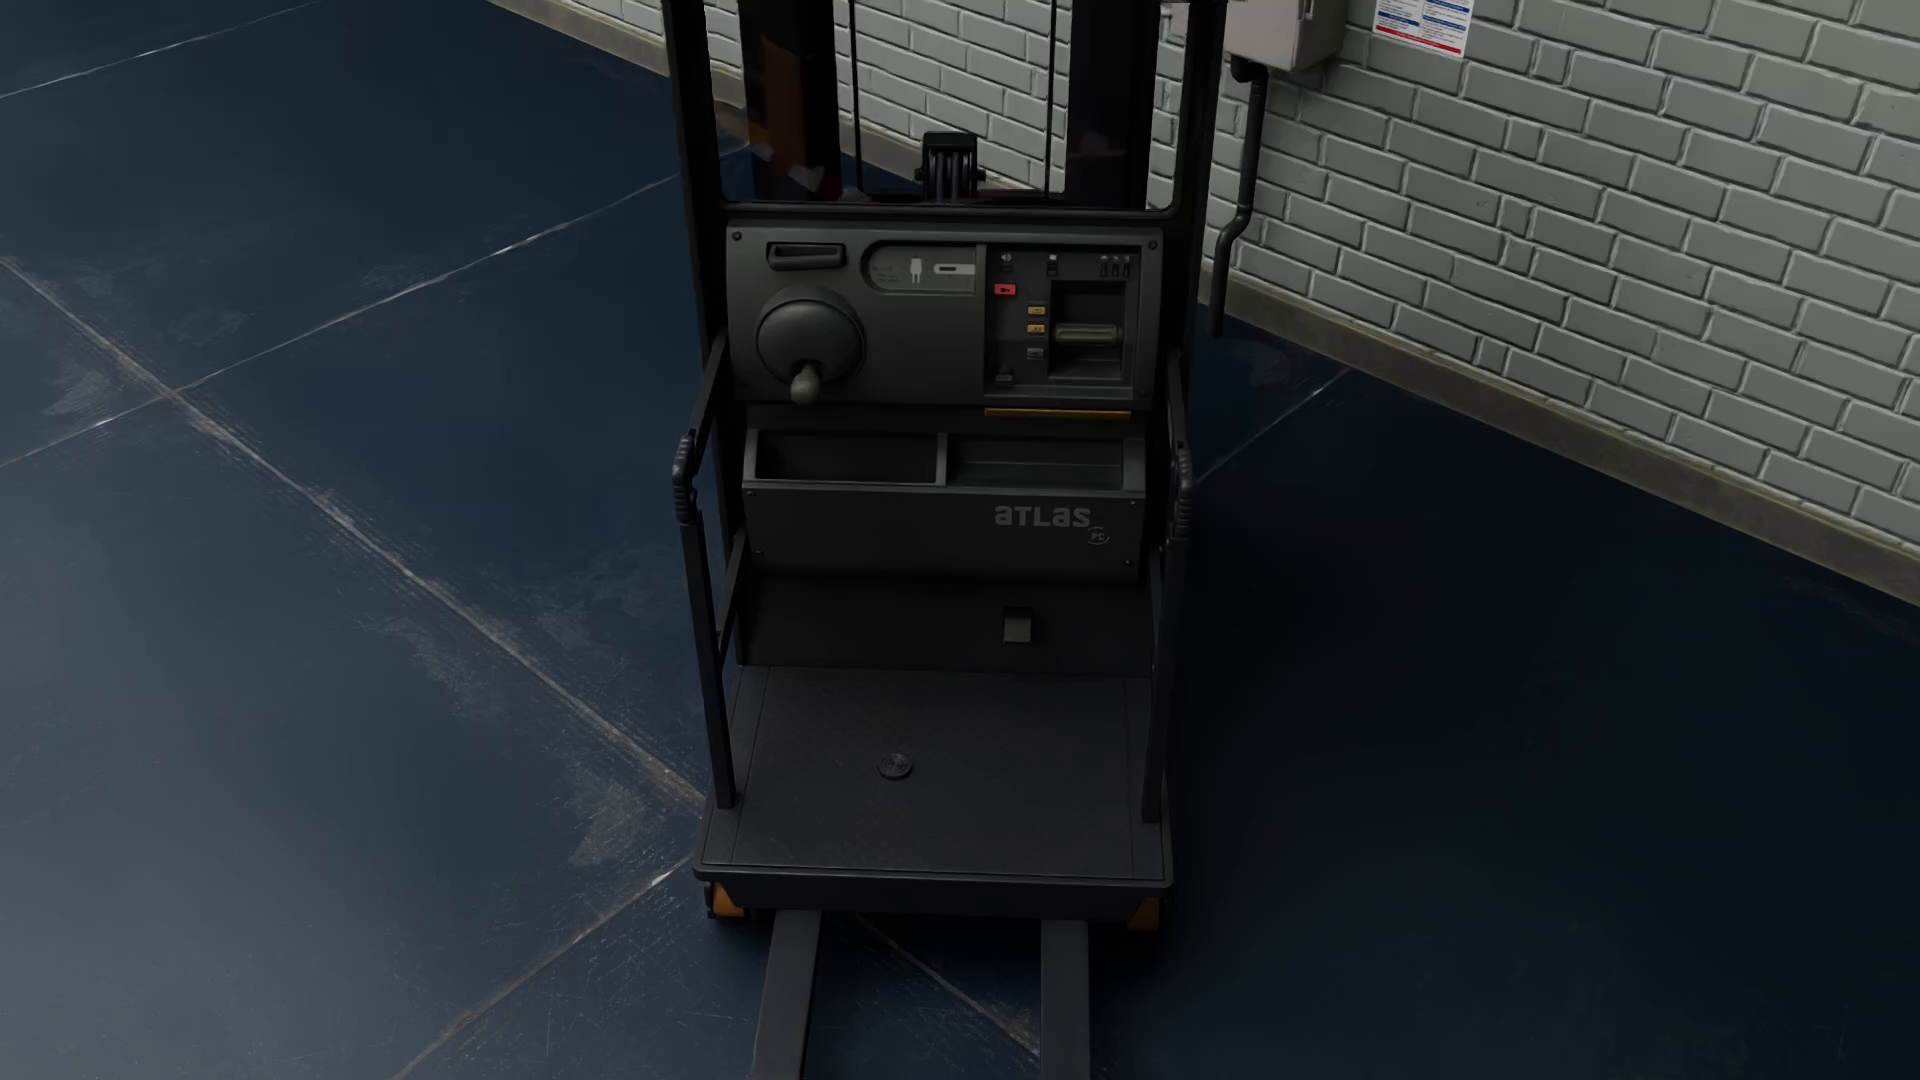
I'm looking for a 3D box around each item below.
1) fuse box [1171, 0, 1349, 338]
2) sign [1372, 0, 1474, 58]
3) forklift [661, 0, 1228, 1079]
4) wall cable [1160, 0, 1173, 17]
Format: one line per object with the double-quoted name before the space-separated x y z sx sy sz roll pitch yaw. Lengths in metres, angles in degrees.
"fuse box" 0.950 -1.416 5.656 0.539 1.711 0.414 30 47 32
"sign" 1.455 -1.771 5.143 0.329 0.494 0.001 30 47 32
"forklift" -0.043 -0.405 3.404 1.130 2.935 3.031 2 39 2
"wall cable" 0.553 -2.677 5.390 0.588 1.984 0.122 30 47 32
